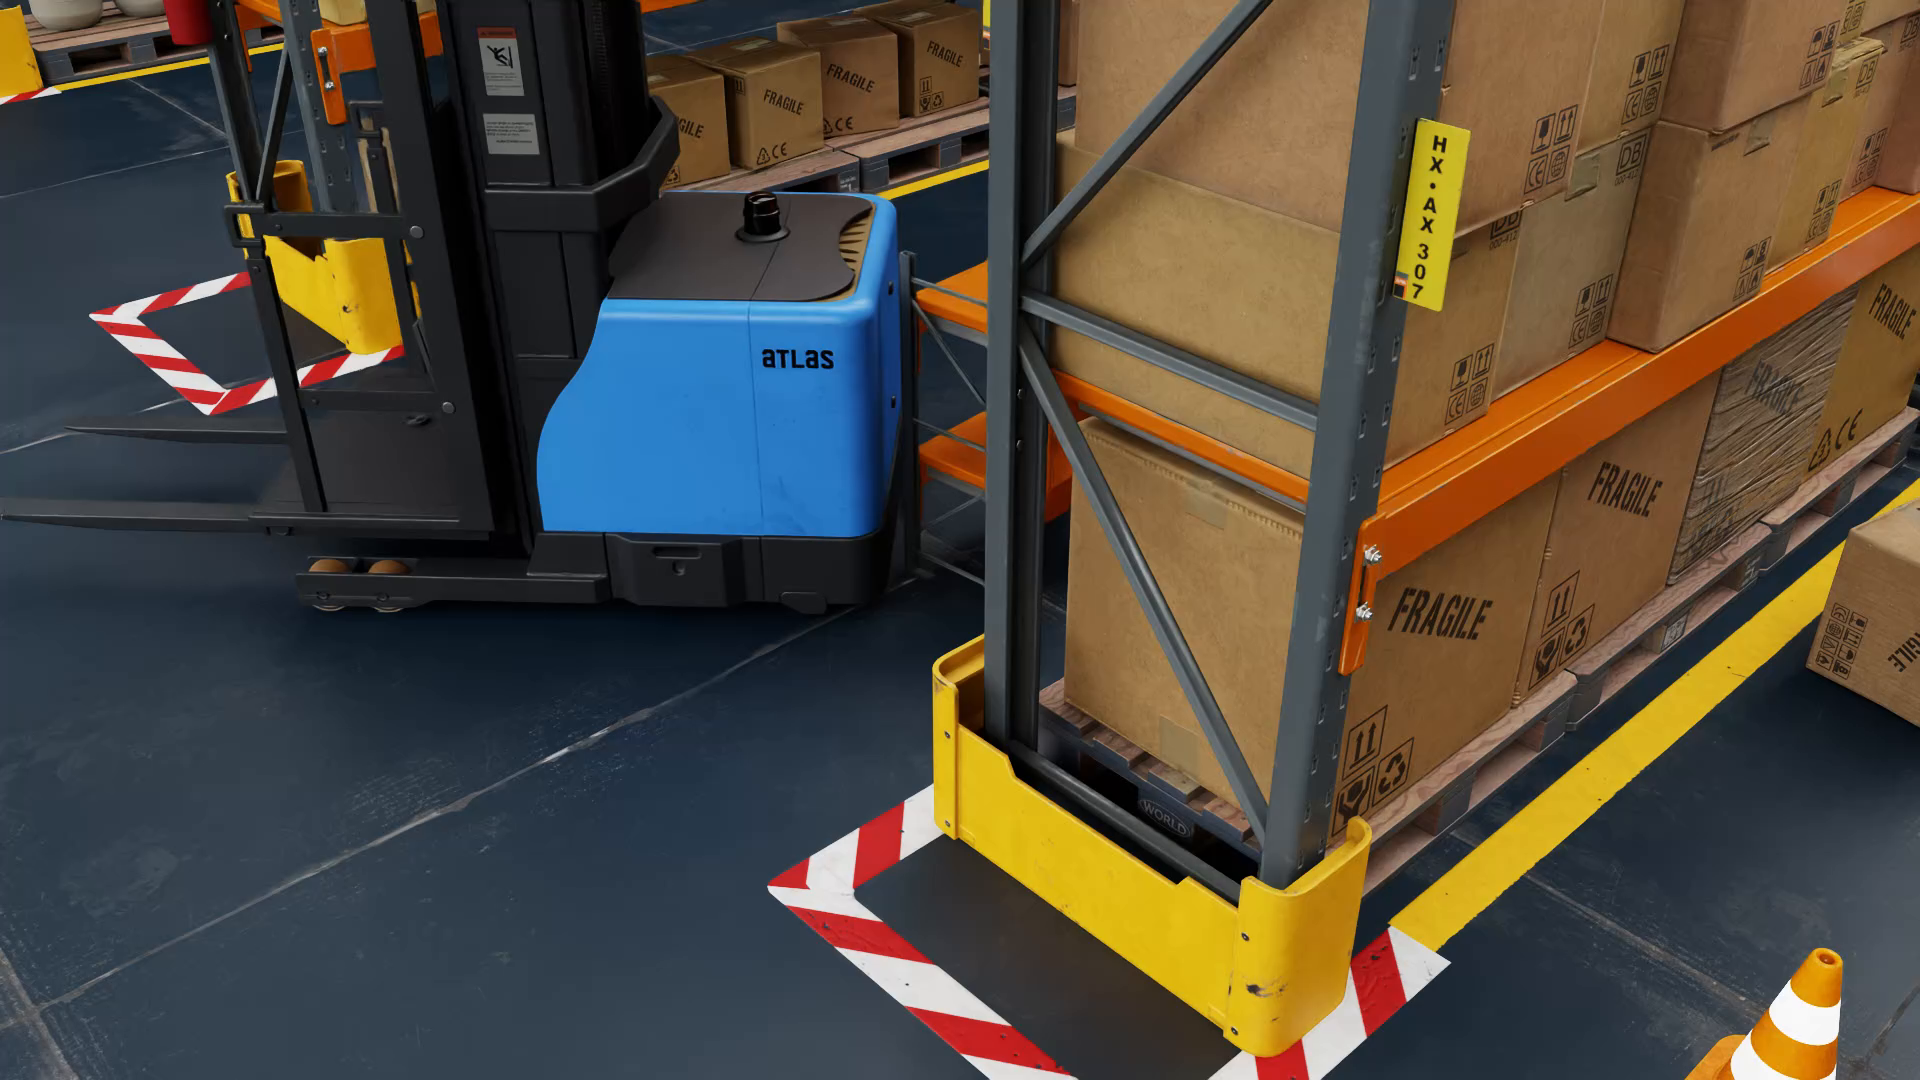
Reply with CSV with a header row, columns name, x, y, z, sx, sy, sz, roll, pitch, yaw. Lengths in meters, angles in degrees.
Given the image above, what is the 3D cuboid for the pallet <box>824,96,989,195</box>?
name,x,y,z,sx,sy,sz,roll,pitch,yaw
pallet,-0.390,-2.283,9.282,1.213,0.211,1.003,-26,40,-35

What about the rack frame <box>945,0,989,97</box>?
name,x,y,z,sx,sy,sz,roll,pitch,yaw
rack frame,0.078,-3.725,8.966,0.127,3.000,1.000,-26,40,-35

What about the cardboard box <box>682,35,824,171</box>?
name,x,y,z,sx,sy,sz,roll,pitch,yaw
cardboard box,-1.059,-2.254,8.555,0.500,0.500,0.500,25,39,35

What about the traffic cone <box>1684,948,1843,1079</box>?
name,x,y,z,sx,sy,sz,roll,pitch,yaw
traffic cone,1.799,1.065,3.565,0.334,0.463,0.336,-26,40,-35

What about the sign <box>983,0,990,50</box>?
name,x,y,z,sx,sy,sz,roll,pitch,yaw
sign,0.085,-1.180,3.468,0.005,0.325,0.100,-26,40,-35

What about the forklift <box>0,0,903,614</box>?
name,x,y,z,sx,sy,sz,roll,pitch,yaw
forklift,-1.732,-1.290,5.051,3.031,2.935,1.130,1,31,2

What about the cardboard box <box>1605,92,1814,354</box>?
name,x,y,z,sx,sy,sz,roll,pitch,yaw
cardboard box,1.569,-0.940,4.267,0.550,0.550,0.875,-26,40,-35

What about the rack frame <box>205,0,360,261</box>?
name,x,y,z,sx,sy,sz,roll,pitch,yaw
rack frame,-2.855,-2.306,6.645,0.127,3.000,1.000,-26,40,-35

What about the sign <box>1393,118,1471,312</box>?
name,x,y,z,sx,sy,sz,roll,pitch,yaw
sign,0.817,-0.561,2.887,0.005,0.325,0.100,-26,40,-35

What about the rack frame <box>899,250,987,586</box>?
name,x,y,z,sx,sy,sz,roll,pitch,yaw
rack frame,0.013,-0.304,5.169,0.500,1.125,0.032,24,39,34

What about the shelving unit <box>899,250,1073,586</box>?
name,x,y,z,sx,sy,sz,roll,pitch,yaw
shelving unit,0.348,-0.504,5.496,0.538,1.125,1.048,24,39,34

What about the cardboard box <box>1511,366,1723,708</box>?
name,x,y,z,sx,sy,sz,roll,pitch,yaw
cardboard box,1.540,-0.224,4.875,0.875,0.875,0.875,-27,40,-36

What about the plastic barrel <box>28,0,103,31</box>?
name,x,y,z,sx,sy,sz,roll,pitch,yaw
plastic barrel,-5.792,-3.581,10.713,0.421,0.512,0.421,0,31,0

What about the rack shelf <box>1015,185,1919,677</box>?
name,x,y,z,sx,sy,sz,roll,pitch,yaw
rack shelf,1.910,-0.775,4.832,4.000,0.370,1.077,-26,40,-35

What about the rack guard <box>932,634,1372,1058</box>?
name,x,y,z,sx,sy,sz,roll,pitch,yaw
rack guard,0.426,0.702,4.122,0.348,0.500,1.175,-26,40,-35

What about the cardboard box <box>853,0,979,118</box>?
name,x,y,z,sx,sy,sz,roll,pitch,yaw
cardboard box,-0.242,-2.711,9.301,0.500,0.500,0.500,-27,41,-37

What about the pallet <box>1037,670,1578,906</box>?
name,x,y,z,sx,sy,sz,roll,pitch,yaw
pallet,0.977,0.504,4.724,1.213,0.211,1.003,-26,40,-35

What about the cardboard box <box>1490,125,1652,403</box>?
name,x,y,z,sx,sy,sz,roll,pitch,yaw
cardboard box,1.073,-0.789,4.021,0.550,0.550,0.875,-26,40,-35

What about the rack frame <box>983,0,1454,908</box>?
name,x,y,z,sx,sy,sz,roll,pitch,yaw
rack frame,0.444,-0.373,3.484,0.127,3.000,1.000,-26,40,-35

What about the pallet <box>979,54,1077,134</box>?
name,x,y,z,sx,sy,sz,roll,pitch,yaw
pallet,0.648,-2.812,10.146,1.213,0.211,1.003,-26,40,-35

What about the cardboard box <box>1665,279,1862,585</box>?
name,x,y,z,sx,sy,sz,roll,pitch,yaw
cardboard box,2.210,-0.547,5.403,0.875,0.875,0.875,-25,40,-35

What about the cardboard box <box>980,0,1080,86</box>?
name,x,y,z,sx,sy,sz,roll,pitch,yaw
cardboard box,0.543,-3.055,9.846,0.700,0.500,0.500,26,40,35

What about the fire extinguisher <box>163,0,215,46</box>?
name,x,y,z,sx,sy,sz,roll,pitch,yaw
fire extinguisher,-3.252,-2.408,6.888,0.183,0.674,0.296,-26,40,-35

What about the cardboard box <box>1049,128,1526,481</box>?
name,x,y,z,sx,sy,sz,roll,pitch,yaw
cardboard box,0.685,-0.585,3.688,0.550,0.550,0.875,-26,40,-35

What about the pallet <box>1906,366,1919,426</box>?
name,x,y,z,sx,sy,sz,roll,pitch,yaw
pallet,3.891,-0.904,7.026,1.213,0.211,1.003,-26,40,-35

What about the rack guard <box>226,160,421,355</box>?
name,x,y,z,sx,sy,sz,roll,pitch,yaw
rack guard,-2.799,-1.266,7.342,0.348,0.500,1.175,-26,40,-35

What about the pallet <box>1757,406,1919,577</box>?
name,x,y,z,sx,sy,sz,roll,pitch,yaw
pallet,2.766,-0.362,6.140,1.213,0.211,1.003,-26,40,-35

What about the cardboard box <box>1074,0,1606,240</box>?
name,x,y,z,sx,sy,sz,roll,pitch,yaw
cardboard box,0.742,-1.014,3.354,0.550,0.550,0.875,-26,40,-35

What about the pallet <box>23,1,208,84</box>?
name,x,y,z,sx,sy,sz,roll,pitch,yaw
pallet,-5.599,-3.342,11.013,1.213,0.211,1.003,-26,40,-35

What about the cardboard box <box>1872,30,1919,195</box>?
name,x,y,z,sx,sy,sz,roll,pitch,yaw
cardboard box,2.726,-1.516,5.210,0.550,0.550,0.875,-26,40,-35

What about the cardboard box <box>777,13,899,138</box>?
name,x,y,z,sx,sy,sz,roll,pitch,yaw
cardboard box,-0.657,-2.505,8.964,0.500,0.500,0.500,-13,34,-21

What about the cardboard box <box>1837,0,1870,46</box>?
name,x,y,z,sx,sy,sz,roll,pitch,yaw
cardboard box,1.886,-1.629,4.360,0.500,0.550,0.875,-26,40,-35

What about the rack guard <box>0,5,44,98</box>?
name,x,y,z,sx,sy,sz,roll,pitch,yaw
rack guard,-6.199,-3.179,10.470,0.348,0.500,1.175,-26,40,-35

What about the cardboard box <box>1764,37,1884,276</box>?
name,x,y,z,sx,sy,sz,roll,pitch,yaw
cardboard box,1.930,-1.143,4.601,0.500,0.550,0.875,-26,40,-35

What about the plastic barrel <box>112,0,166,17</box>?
name,x,y,z,sx,sy,sz,roll,pitch,yaw
plastic barrel,-5.424,-3.759,11.004,0.421,0.512,0.421,0,31,0

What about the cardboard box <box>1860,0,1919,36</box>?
name,x,y,z,sx,sy,sz,roll,pitch,yaw
cardboard box,2.269,-1.820,4.672,0.550,0.550,0.875,-26,40,-35

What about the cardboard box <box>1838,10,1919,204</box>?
name,x,y,z,sx,sy,sz,roll,pitch,yaw
cardboard box,2.250,-1.370,4.971,0.550,0.550,0.875,-26,40,-35

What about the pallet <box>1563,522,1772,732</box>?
name,x,y,z,sx,sy,sz,roll,pitch,yaw
pallet,1.871,0.073,5.428,1.213,0.211,1.003,-26,40,-35

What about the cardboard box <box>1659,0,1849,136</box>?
name,x,y,z,sx,sy,sz,roll,pitch,yaw
cardboard box,1.586,-1.391,3.971,0.550,0.550,0.875,-26,40,-35

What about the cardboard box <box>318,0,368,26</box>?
name,x,y,z,sx,sy,sz,roll,pitch,yaw
cardboard box,-2.484,-2.208,6.727,0.250,0.149,0.380,-26,40,-35

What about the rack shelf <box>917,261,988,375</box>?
name,x,y,z,sx,sy,sz,roll,pitch,yaw
rack shelf,0.348,-0.754,5.343,0.538,0.278,1.000,24,39,34

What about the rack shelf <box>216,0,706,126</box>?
name,x,y,z,sx,sy,sz,roll,pitch,yaw
rack shelf,-1.388,-2.708,7.993,4.000,0.370,1.077,-26,40,-35

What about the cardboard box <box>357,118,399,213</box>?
name,x,y,z,sx,sy,sz,roll,pitch,yaw
cardboard box,-2.385,-1.634,7.540,0.500,0.500,0.500,-18,36,-27

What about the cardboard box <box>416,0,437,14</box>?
name,x,y,z,sx,sy,sz,roll,pitch,yaw
cardboard box,-2.287,-2.290,6.860,0.250,0.149,0.380,-26,40,-35

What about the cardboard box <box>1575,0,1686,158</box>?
name,x,y,z,sx,sy,sz,roll,pitch,yaw
cardboard box,1.083,-1.244,3.731,0.550,0.550,0.875,-26,40,-35

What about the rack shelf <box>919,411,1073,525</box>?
name,x,y,z,sx,sy,sz,roll,pitch,yaw
rack shelf,0.348,-0.295,5.623,0.538,0.278,1.000,24,39,34

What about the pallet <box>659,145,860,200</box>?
name,x,y,z,sx,sy,sz,roll,pitch,yaw
pallet,-1.285,-1.848,8.570,1.213,0.211,1.003,-26,40,-35

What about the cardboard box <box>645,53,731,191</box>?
name,x,y,z,sx,sy,sz,roll,pitch,yaw
cardboard box,-1.498,-2.074,8.259,0.500,0.500,0.500,-22,38,-31

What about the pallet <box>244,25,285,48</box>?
name,x,y,z,sx,sy,sz,roll,pitch,yaw
pallet,-4.705,-3.772,11.717,1.213,0.211,1.003,-26,40,-35

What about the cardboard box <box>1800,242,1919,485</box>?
name,x,y,z,sx,sy,sz,roll,pitch,yaw
cardboard box,2.868,-0.868,5.928,0.875,0.875,0.875,-25,39,-35

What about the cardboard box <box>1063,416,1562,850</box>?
name,x,y,z,sx,sy,sz,roll,pitch,yaw
cardboard box,0.896,0.089,4.363,0.875,0.875,0.875,-26,40,-35

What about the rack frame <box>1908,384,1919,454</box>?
name,x,y,z,sx,sy,sz,roll,pitch,yaw
rack frame,3.377,-1.791,5.804,0.127,3.000,1.000,-26,40,-35

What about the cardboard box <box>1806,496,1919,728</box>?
name,x,y,z,sx,sy,sz,roll,pitch,yaw
cardboard box,2.936,0.217,4.913,0.500,0.500,0.500,-19,36,-28
